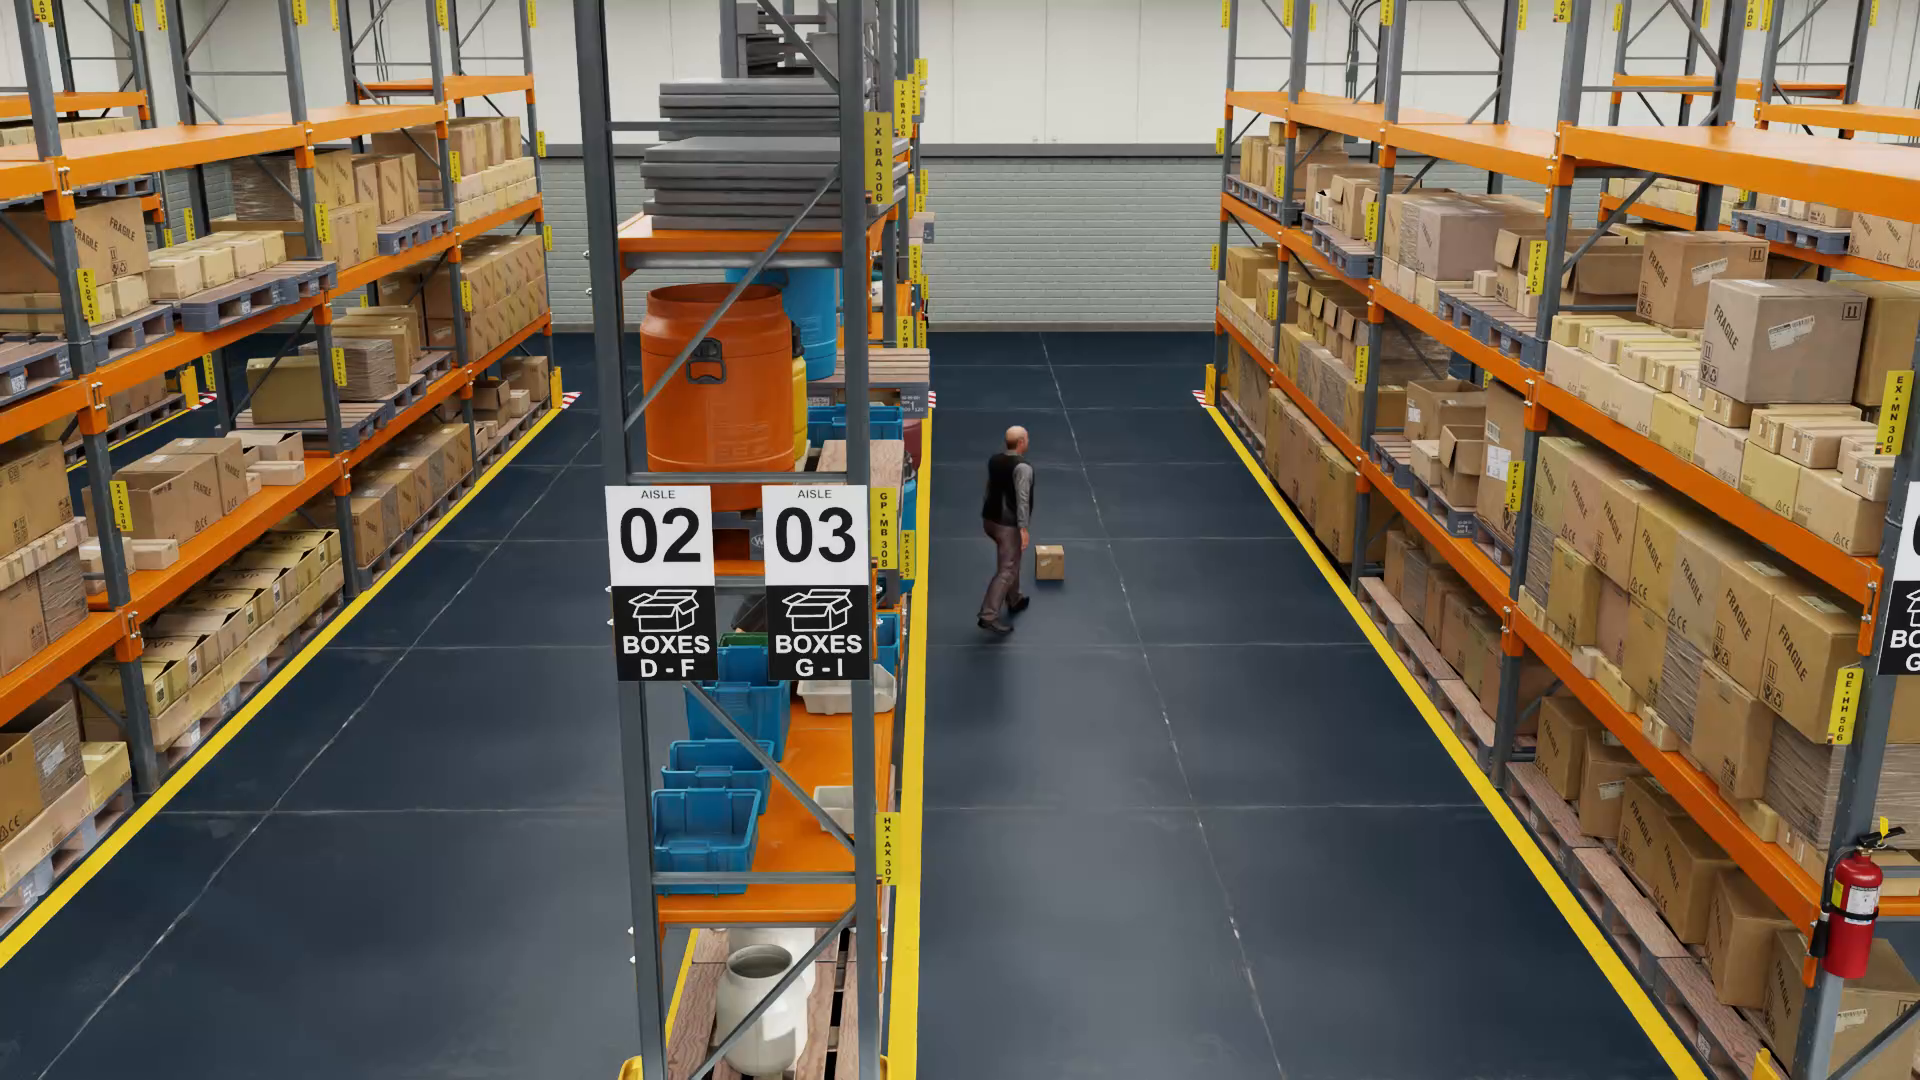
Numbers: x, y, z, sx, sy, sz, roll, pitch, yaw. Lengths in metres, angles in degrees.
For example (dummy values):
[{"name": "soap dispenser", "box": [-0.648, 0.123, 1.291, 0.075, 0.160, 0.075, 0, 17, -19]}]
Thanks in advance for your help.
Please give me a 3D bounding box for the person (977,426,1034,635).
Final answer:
[{"name": "person", "box": [0.395, -0.104, 13.985, 0.890, 1.673, 0.770, -12, 20, -33]}]
